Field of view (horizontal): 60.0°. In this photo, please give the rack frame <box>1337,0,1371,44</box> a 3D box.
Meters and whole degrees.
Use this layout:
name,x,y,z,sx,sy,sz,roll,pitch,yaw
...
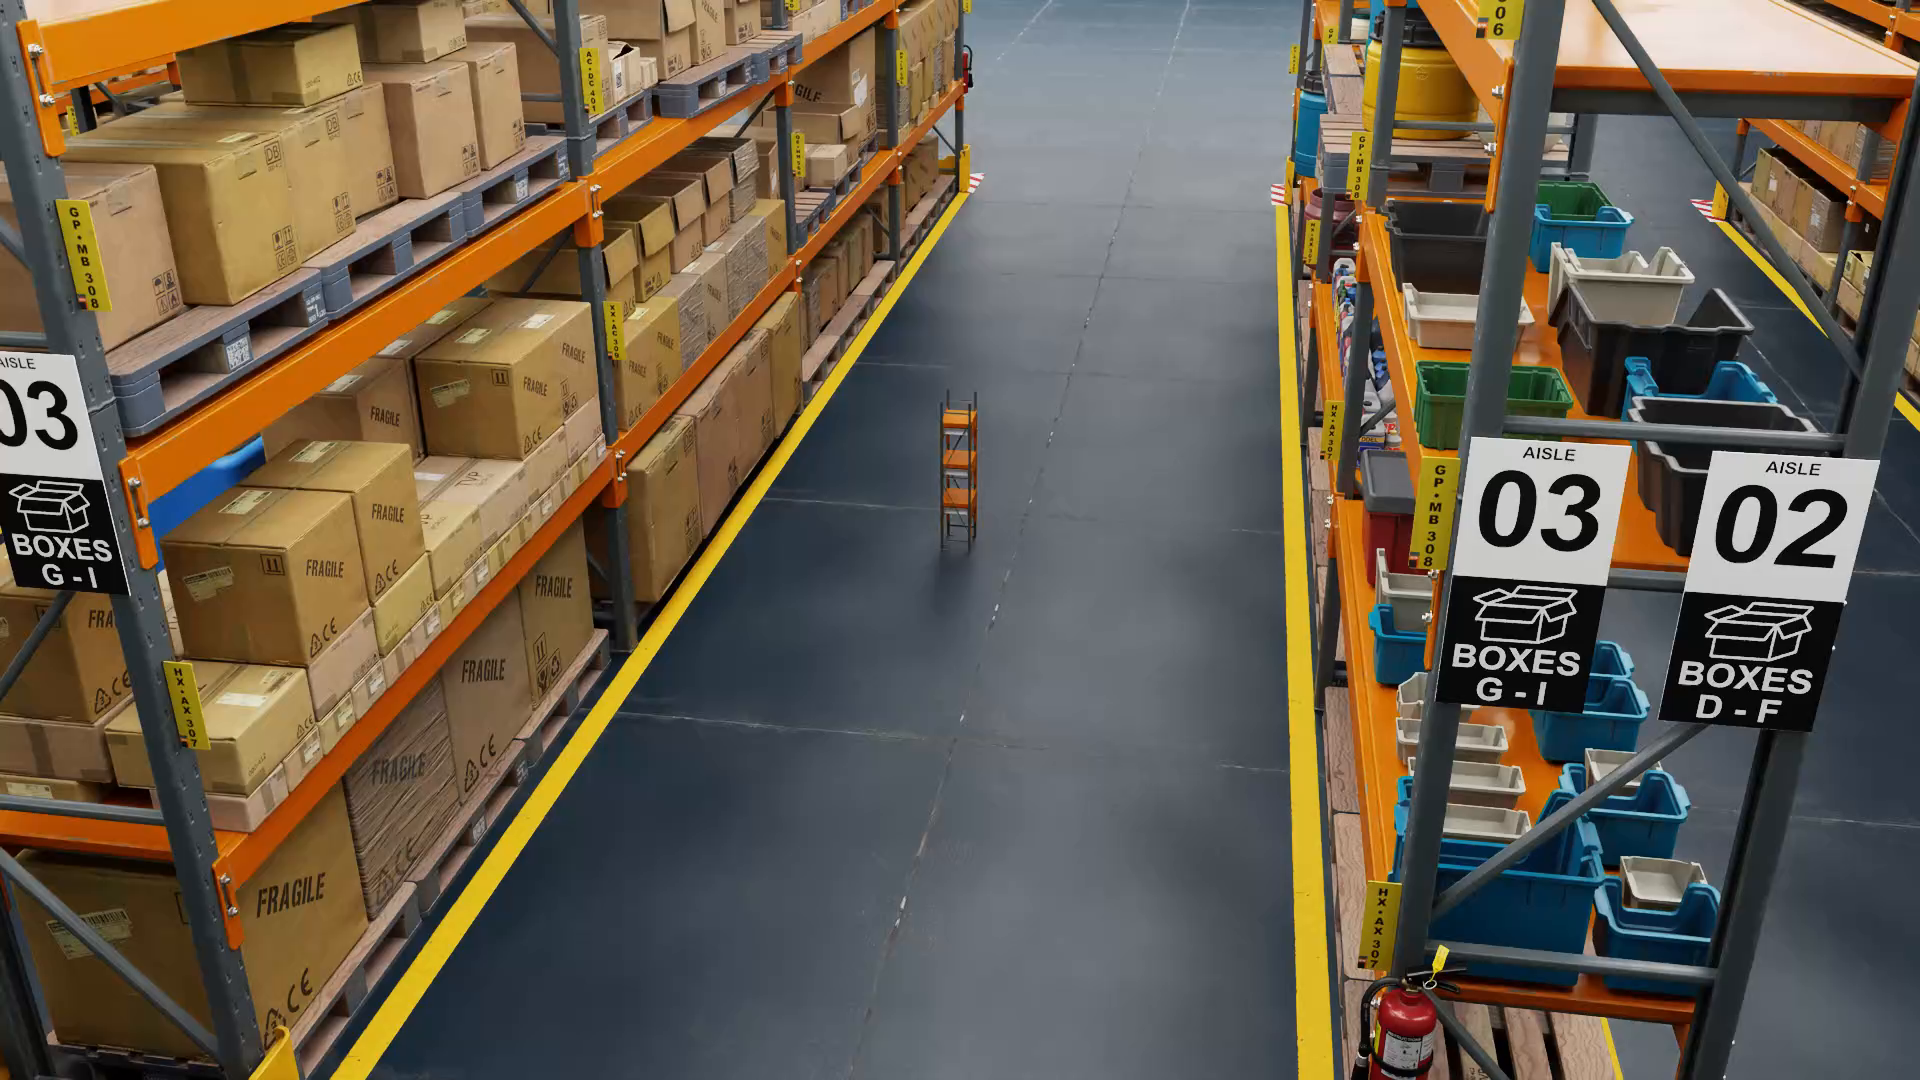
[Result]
name,x,y,z,sx,sy,sz,roll,pitch,yaw
rack frame,3.120,-4.790,10.868,1.000,3.000,0.127,4,25,9

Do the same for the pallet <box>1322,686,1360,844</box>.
name,x,y,z,sx,sy,sz,roll,pitch,yaw
pallet,2.384,1.174,8.494,1.003,0.211,1.213,4,25,9

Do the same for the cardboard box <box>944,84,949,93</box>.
name,x,y,z,sx,sy,sz,roll,pitch,yaw
cardboard box,-0.334,-5.302,19.334,0.380,0.149,0.250,4,25,9

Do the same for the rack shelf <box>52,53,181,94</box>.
name,x,y,z,sx,sy,sz,roll,pitch,yaw
rack shelf,-6.970,-2.998,11.426,1.077,0.370,4.000,4,25,9

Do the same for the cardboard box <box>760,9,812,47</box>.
name,x,y,z,sx,sy,sz,roll,pitch,yaw
cardboard box,-1.439,-3.885,12.651,0.500,0.250,0.500,4,25,9

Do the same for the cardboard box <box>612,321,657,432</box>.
name,x,y,z,sx,sy,sz,roll,pitch,yaw
cardboard box,-2.098,-0.963,9.651,0.500,0.500,0.500,4,25,9

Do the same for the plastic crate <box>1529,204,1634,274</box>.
name,x,y,z,sx,sy,sz,roll,pitch,yaw
plastic crate,2.632,-1.279,7.104,0.416,0.233,0.300,4,25,9

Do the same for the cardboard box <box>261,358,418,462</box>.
name,x,y,z,sx,sy,sz,roll,pitch,yaw
cardboard box,-2.919,-0.543,7.814,0.500,0.500,0.500,3,25,7

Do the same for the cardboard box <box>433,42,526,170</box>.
name,x,y,z,sx,sy,sz,roll,pitch,yaw
cardboard box,-2.489,-2.051,7.823,0.700,0.500,0.500,3,25,5

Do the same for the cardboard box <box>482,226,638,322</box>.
name,x,y,z,sx,sy,sz,roll,pitch,yaw
cardboard box,-2.324,-1.510,9.636,0.797,0.503,0.637,3,25,7

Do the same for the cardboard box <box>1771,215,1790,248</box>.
name,x,y,z,sx,sy,sz,roll,pitch,yaw
cardboard box,8.760,-3.182,17.259,0.500,0.250,0.500,4,25,9

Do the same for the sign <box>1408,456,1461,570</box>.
name,x,y,z,sx,sy,sz,roll,pitch,yaw
sign,1.267,-0.069,4.444,0.100,0.325,0.005,4,25,9

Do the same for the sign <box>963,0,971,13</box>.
name,x,y,z,sx,sy,sz,roll,pitch,yaw
sign,0.085,-6.382,19.608,0.100,0.325,0.005,4,25,9

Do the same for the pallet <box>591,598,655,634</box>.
name,x,y,z,sx,sy,sz,roll,pitch,yaw
pallet,-2.368,0.192,10.590,1.003,0.211,1.213,4,25,9

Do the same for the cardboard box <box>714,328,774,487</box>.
name,x,y,z,sx,sy,sz,roll,pitch,yaw
cardboard box,-2.053,-0.984,11.825,1.225,0.875,0.875,4,25,9

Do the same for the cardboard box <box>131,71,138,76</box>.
name,x,y,z,sx,sy,sz,roll,pitch,yaw
cardboard box,-10.274,-5.737,20.264,0.380,0.149,0.250,4,25,9

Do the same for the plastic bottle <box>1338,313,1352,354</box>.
name,x,y,z,sx,sy,sz,roll,pitch,yaw
plastic bottle,2.496,-1.326,10.696,0.097,0.271,0.097,0,25,0

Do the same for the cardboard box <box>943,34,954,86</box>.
name,x,y,z,sx,sy,sz,roll,pitch,yaw
cardboard box,-0.539,-5.496,18.984,0.875,0.500,0.500,4,25,9

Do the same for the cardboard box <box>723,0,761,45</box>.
name,x,y,z,sx,sy,sz,roll,pitch,yaw
cardboard box,-1.795,-3.751,11.570,0.797,0.503,0.637,6,26,12

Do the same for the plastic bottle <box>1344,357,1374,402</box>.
name,x,y,z,sx,sy,sz,roll,pitch,yaw
plastic bottle,2.376,-0.951,9.889,0.152,0.276,0.135,4,25,9

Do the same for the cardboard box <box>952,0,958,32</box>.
name,x,y,z,sx,sy,sz,roll,pitch,yaw
cardboard box,-0.305,-6.147,19.196,0.500,0.500,0.500,4,25,9

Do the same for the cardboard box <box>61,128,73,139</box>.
name,x,y,z,sx,sy,sz,roll,pitch,yaw
cardboard box,-10.451,-4.512,19.216,0.500,0.500,0.500,5,26,11

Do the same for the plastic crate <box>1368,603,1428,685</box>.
name,x,y,z,sx,sy,sz,roll,pitch,yaw
plastic crate,1.895,0.445,6.887,0.416,0.233,0.300,4,25,9

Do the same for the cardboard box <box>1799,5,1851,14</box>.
name,x,y,z,sx,sy,sz,roll,pitch,yaw
cardboard box,9.135,-5.270,17.321,0.700,0.500,0.500,3,25,7

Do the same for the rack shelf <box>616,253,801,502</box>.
name,x,y,z,sx,sy,sz,roll,pitch,yaw
rack shelf,-2.093,-1.253,11.238,1.077,0.370,4.000,4,25,9

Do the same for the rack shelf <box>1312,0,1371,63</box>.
name,x,y,z,sx,sy,sz,roll,pitch,yaw
rack shelf,3.447,-3.942,13.443,1.077,0.370,4.000,4,25,9

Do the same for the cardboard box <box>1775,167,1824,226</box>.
name,x,y,z,sx,sy,sz,roll,pitch,yaw
cardboard box,8.759,-3.522,17.100,0.500,0.500,0.500,4,25,9

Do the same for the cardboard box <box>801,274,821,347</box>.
name,x,y,z,sx,sy,sz,roll,pitch,yaw
cardboard box,-1.599,-1.997,14.408,0.700,0.500,0.500,2,25,4

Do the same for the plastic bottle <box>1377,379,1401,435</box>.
name,x,y,z,sx,sy,sz,roll,pitch,yaw
plastic bottle,2.436,-0.774,9.424,0.144,0.351,0.185,4,25,9

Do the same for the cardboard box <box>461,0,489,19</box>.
name,x,y,z,sx,sy,sz,roll,pitch,yaw
cardboard box,-5.696,-5.638,18.306,0.875,0.550,0.550,4,25,9

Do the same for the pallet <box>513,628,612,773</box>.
name,x,y,z,sx,sy,sz,roll,pitch,yaw
pallet,-2.622,0.833,9.222,1.003,0.211,1.213,4,25,9

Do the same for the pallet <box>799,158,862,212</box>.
name,x,y,z,sx,sy,sz,roll,pitch,yaw
pallet,-1.483,-3.160,14.688,1.003,0.211,1.213,4,25,9

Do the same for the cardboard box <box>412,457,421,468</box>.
name,x,y,z,sx,sy,sz,roll,pitch,yaw
cardboard box,-2.921,-0.206,7.979,0.500,0.250,0.500,5,25,10

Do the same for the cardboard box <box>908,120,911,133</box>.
name,x,y,z,sx,sy,sz,roll,pitch,yaw
cardboard box,-0.714,-4.254,17.096,0.380,0.149,0.250,4,25,9

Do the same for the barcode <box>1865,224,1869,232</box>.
name,x,y,z,sx,sy,sz,roll,pitch,yaw
barcode,8.207,-2.825,15.044,0.001,0.075,0.075,4,25,9

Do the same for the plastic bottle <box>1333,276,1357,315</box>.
name,x,y,z,sx,sy,sz,roll,pitch,yaw
plastic bottle,2.655,-1.664,11.413,0.152,0.276,0.135,4,25,9

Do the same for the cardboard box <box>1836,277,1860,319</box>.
name,x,y,z,sx,sy,sz,roll,pitch,yaw
cardboard box,8.349,-2.194,15.147,0.500,0.250,0.500,3,25,7

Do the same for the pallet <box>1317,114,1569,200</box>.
name,x,y,z,sx,sy,sz,roll,pitch,yaw
pallet,2.498,-2.007,8.684,1.213,0.211,1.003,4,25,9

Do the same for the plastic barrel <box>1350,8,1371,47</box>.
name,x,y,z,sx,sy,sz,roll,pitch,yaw
plastic barrel,3.097,-3.916,12.704,0.301,0.262,0.301,0,25,0

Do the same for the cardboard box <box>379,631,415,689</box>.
name,x,y,z,sx,sy,sz,roll,pitch,yaw
cardboard box,-2.524,0.489,6.964,0.380,0.149,0.250,4,25,7

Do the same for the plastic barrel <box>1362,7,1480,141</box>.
name,x,y,z,sx,sy,sz,roll,pitch,yaw
plastic barrel,2.415,-2.429,8.646,0.600,0.588,0.600,0,25,0

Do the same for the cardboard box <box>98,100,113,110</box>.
name,x,y,z,sx,sy,sz,roll,pitch,yaw
cardboard box,-10.192,-5.300,20.133,0.380,0.149,0.250,5,26,11

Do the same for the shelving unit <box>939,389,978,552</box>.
name,x,y,z,sx,sy,sz,roll,pitch,yaw
shelving unit,-0.009,-0.453,10.980,0.215,1.050,0.252,4,25,9

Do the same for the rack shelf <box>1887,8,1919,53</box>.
name,x,y,z,sx,sy,sz,roll,pitch,yaw
rack shelf,8.333,-3.597,12.706,1.077,0.370,4.000,4,25,9

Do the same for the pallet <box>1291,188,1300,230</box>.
name,x,y,z,sx,sy,sz,roll,pitch,yaw
pallet,4.323,-3.781,19.079,1.003,0.211,1.213,4,25,9

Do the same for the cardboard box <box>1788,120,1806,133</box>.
name,x,y,z,sx,sy,sz,roll,pitch,yaw
cardboard box,9.057,-4.497,17.202,0.700,0.500,0.500,4,25,9

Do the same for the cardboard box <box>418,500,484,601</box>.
name,x,y,z,sx,sy,sz,roll,pitch,yaw
cardboard box,-2.485,0.035,7.463,0.500,0.250,0.500,4,25,7

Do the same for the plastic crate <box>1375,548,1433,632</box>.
name,x,y,z,sx,sy,sz,roll,pitch,yaw
plastic crate,2.035,0.253,7.241,0.437,0.282,0.530,4,25,9

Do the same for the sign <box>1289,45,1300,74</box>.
name,x,y,z,sx,sy,sz,roll,pitch,yaw
sign,3.885,-5.584,19.314,0.100,0.325,0.005,4,25,9

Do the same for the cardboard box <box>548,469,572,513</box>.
name,x,y,z,sx,sy,sz,roll,pitch,yaw
cardboard box,-2.231,-0.264,8.571,0.380,0.149,0.250,4,25,8

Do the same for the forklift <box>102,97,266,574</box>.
name,x,y,z,sx,sy,sz,roll,pitch,yaw
forklift,-4.516,-1.461,10.915,1.130,2.935,3.031,4,25,8

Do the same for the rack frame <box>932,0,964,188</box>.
name,x,y,z,sx,sy,sz,roll,pitch,yaw
rack frame,-0.459,-5.762,20.021,1.000,3.000,0.127,4,25,9

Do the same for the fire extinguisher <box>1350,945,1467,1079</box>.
name,x,y,z,sx,sy,sz,roll,pitch,yaw
fire extinguisher,1.339,1.509,5.019,0.296,0.674,0.183,4,25,9

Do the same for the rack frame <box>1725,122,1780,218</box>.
name,x,y,z,sx,sy,sz,roll,pitch,yaw
rack frame,9.313,-5.074,18.551,1.000,3.000,0.127,4,25,9
